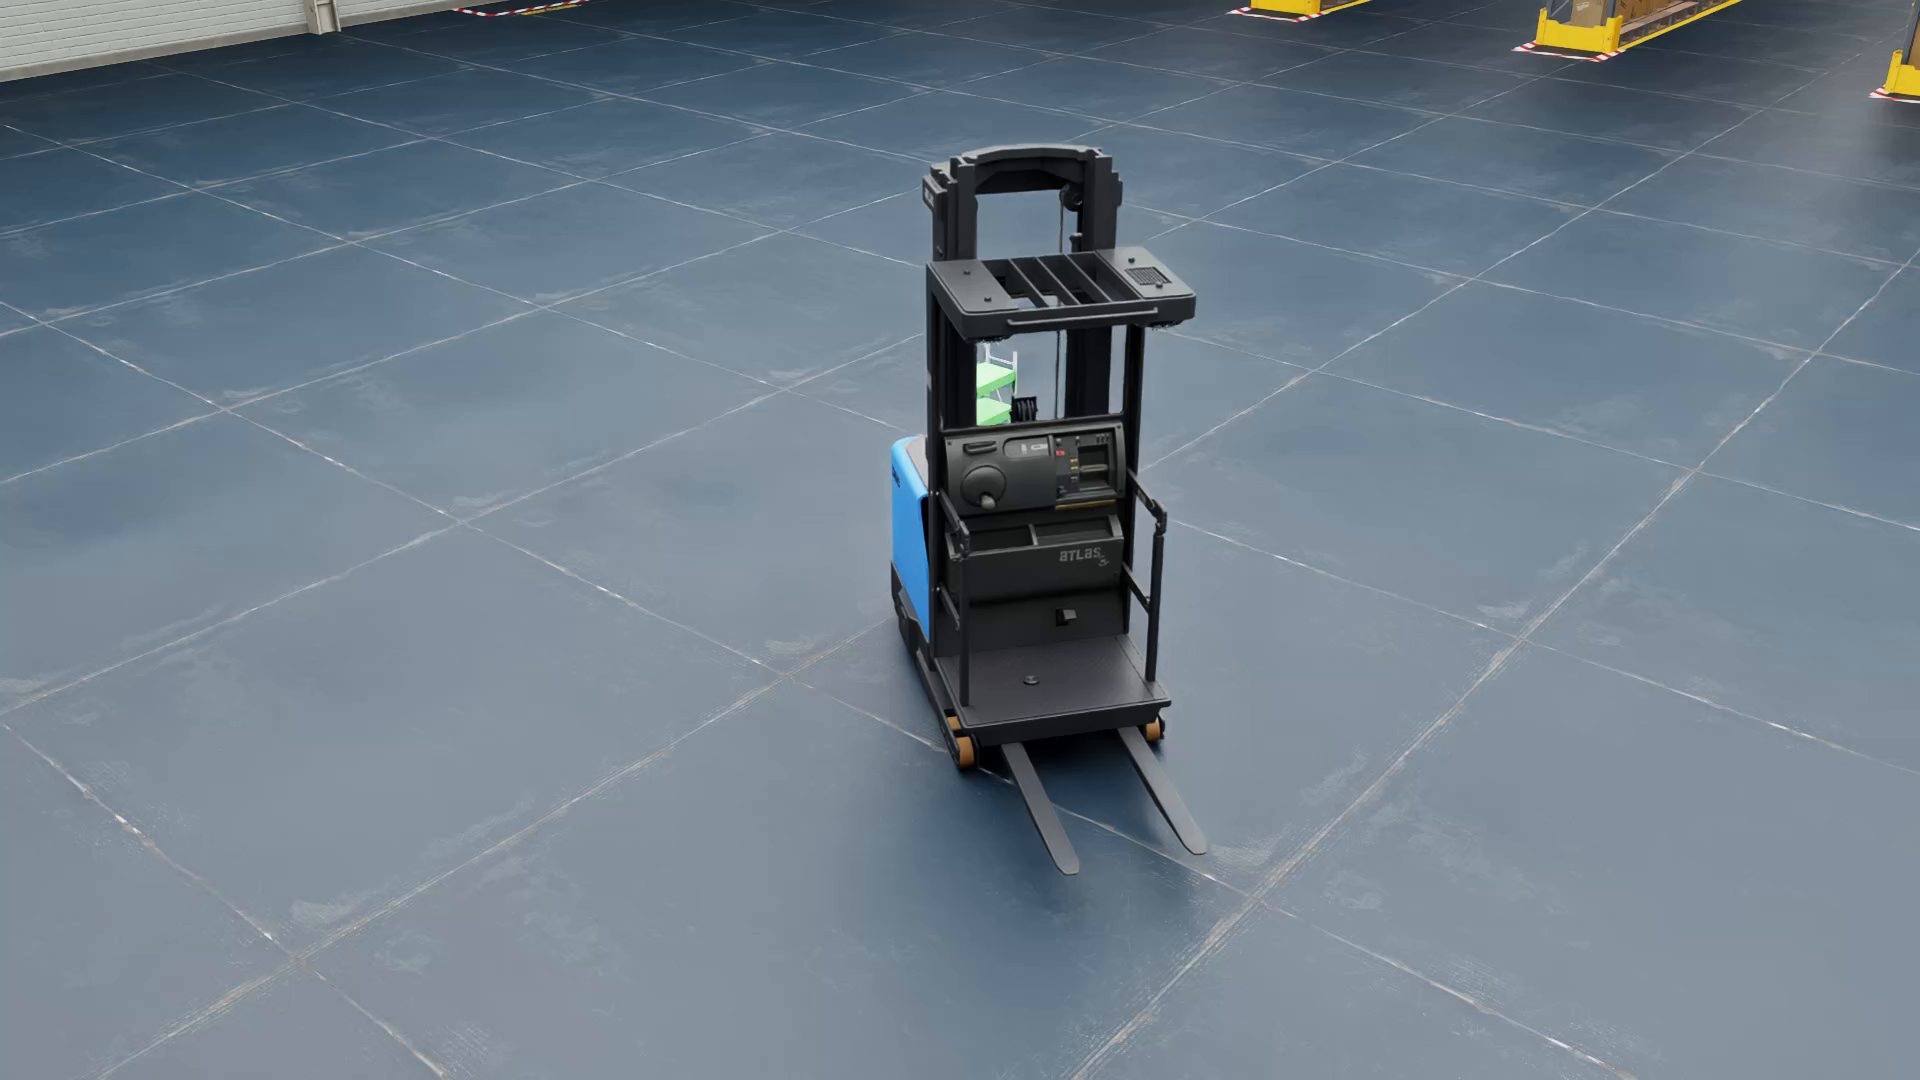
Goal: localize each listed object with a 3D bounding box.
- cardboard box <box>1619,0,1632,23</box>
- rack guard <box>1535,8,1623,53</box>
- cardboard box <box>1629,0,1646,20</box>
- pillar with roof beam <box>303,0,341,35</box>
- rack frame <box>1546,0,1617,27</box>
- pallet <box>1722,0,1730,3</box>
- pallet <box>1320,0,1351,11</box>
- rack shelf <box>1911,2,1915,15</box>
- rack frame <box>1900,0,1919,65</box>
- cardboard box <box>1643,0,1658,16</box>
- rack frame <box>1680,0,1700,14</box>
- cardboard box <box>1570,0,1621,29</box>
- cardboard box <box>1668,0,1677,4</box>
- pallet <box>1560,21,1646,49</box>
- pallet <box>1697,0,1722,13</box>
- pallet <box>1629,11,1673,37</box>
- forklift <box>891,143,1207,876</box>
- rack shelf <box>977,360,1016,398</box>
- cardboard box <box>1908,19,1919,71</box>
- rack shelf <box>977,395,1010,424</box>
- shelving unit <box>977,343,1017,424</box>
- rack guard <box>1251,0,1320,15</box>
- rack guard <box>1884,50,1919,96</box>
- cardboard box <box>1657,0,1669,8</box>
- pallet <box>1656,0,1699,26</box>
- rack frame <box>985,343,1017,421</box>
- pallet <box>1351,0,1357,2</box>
[{"bbox_3d":[10.046,-8.293,25.780,0.500,0.500,0.500,-18,32,-31],"label":"cardboard box"},{"bbox_3d":[9.330,-7.695,25.081,1.175,0.500,0.348,21,34,34],"label":"rack guard"},{"bbox_3d":[10.459,-8.510,26.199,0.500,0.500,0.500,25,36,39],"label":"cardboard box"},{"bbox_3d":[-6.718,-10.774,21.784,9.100,9.000,0.400,21,34,34],"label":"pillar with roof beam"},{"bbox_3d":[9.282,-8.779,24.455,1.000,3.000,0.127,21,34,34],"label":"rack frame"},{"bbox_3d":[13.096,-9.669,29.211,1.003,0.211,1.213,21,34,34],"label":"pallet"},{"bbox_3d":[5.993,-9.315,28.526,1.003,0.211,1.213,21,34,34],"label":"pallet"},{"bbox_3d":[14.317,-7.683,23.119,1.077,0.370,4.000,21,34,34],"label":"rack shelf"},{"bbox_3d":[13.045,-7.293,21.583,1.000,3.000,0.127,21,34,34],"label":"rack frame"},{"bbox_3d":[10.848,-8.695,26.556,0.500,0.500,0.500,17,32,30],"label":"cardboard box"},{"bbox_3d":[11.826,-10.197,27.196,1.000,3.000,0.127,21,34,34],"label":"rack frame"},{"bbox_3d":[9.692,-8.071,25.351,0.500,0.500,0.500,-21,34,-35],"label":"cardboard box"},{"bbox_3d":[11.541,-9.143,27.422,0.500,0.500,0.500,20,33,33],"label":"cardboard box"},{"bbox_3d":[9.874,-7.845,25.684,1.003,0.211,1.213,21,34,34],"label":"pallet"},{"bbox_3d":[12.320,-9.235,28.371,1.003,0.211,1.213,21,34,34],"label":"pallet"},{"bbox_3d":[10.651,-8.275,26.517,1.003,0.211,1.213,21,34,34],"label":"pallet"},{"bbox_3d":[0.436,-0.328,8.194,1.130,2.935,3.031,-6,28,-12],"label":"forklift"},{"bbox_3d":[0.105,-0.961,10.397,0.258,0.148,0.480,21,34,34],"label":"rack shelf"},{"bbox_3d":[13.425,-6.796,22.477,0.875,0.875,0.875,21,34,35],"label":"cardboard box"},{"bbox_3d":[0.105,-0.748,10.507,0.258,0.148,0.480,21,34,34],"label":"rack shelf"},{"bbox_3d":[0.105,-0.592,10.588,0.258,1.200,0.503,21,34,34],"label":"shelving unit"},{"bbox_3d":[5.472,-9.157,27.906,1.175,0.500,0.348,21,34,34],"label":"rack guard"},{"bbox_3d":[13.030,-6.174,22.141,1.175,0.500,0.348,21,34,34],"label":"rack guard"},{"bbox_3d":[11.183,-8.938,27.026,0.500,0.500,0.500,-16,31,-28],"label":"cardboard box"},{"bbox_3d":[11.426,-8.710,27.357,1.003,0.211,1.213,21,34,34],"label":"pallet"},{"bbox_3d":[0.261,-0.678,10.755,0.240,1.200,0.015,21,34,34],"label":"rack frame"},{"bbox_3d":[6.769,-9.745,29.358,1.003,0.211,1.213,21,34,34],"label":"pallet"}]
